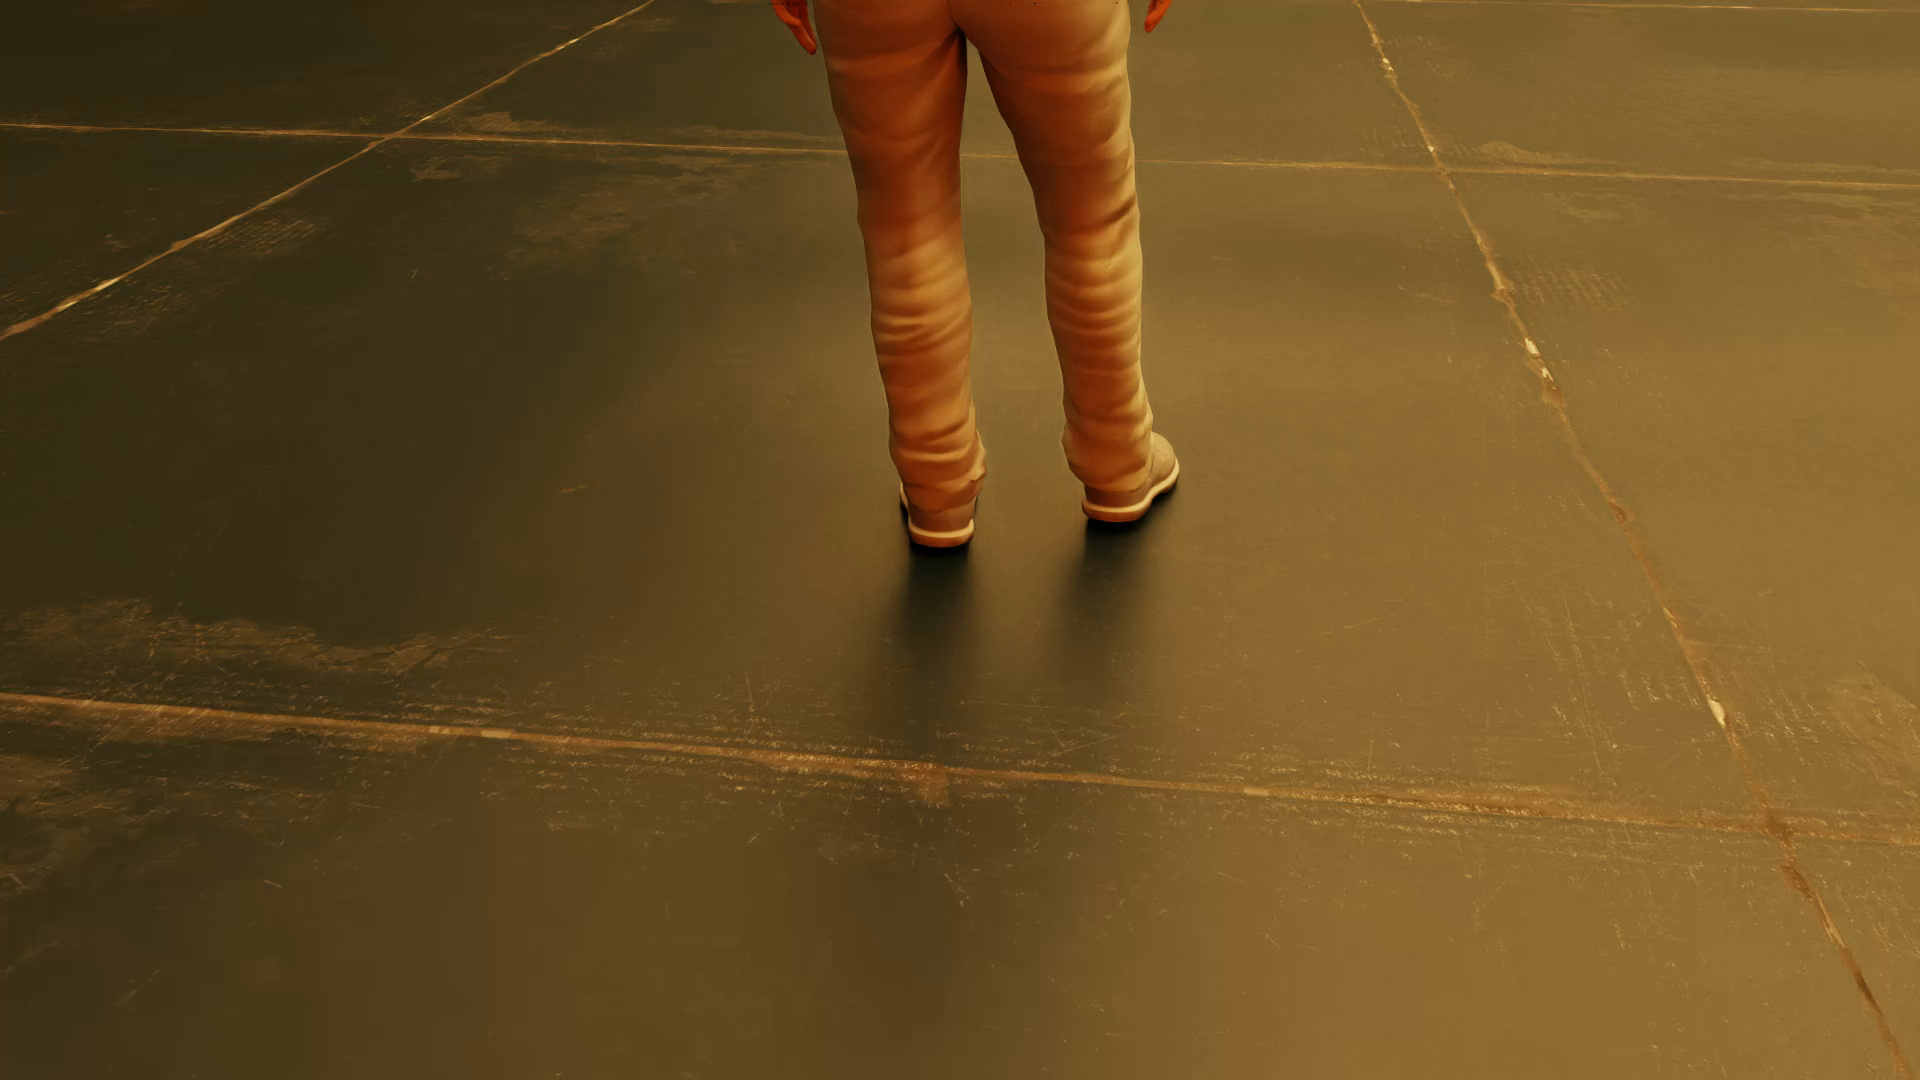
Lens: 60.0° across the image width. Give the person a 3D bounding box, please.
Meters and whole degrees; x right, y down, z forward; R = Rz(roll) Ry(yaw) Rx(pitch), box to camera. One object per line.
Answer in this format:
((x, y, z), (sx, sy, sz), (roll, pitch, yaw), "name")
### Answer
((0.032, -0.785, 2.190), (0.599, 1.670, 0.529), (3, 27, 7), "person")
